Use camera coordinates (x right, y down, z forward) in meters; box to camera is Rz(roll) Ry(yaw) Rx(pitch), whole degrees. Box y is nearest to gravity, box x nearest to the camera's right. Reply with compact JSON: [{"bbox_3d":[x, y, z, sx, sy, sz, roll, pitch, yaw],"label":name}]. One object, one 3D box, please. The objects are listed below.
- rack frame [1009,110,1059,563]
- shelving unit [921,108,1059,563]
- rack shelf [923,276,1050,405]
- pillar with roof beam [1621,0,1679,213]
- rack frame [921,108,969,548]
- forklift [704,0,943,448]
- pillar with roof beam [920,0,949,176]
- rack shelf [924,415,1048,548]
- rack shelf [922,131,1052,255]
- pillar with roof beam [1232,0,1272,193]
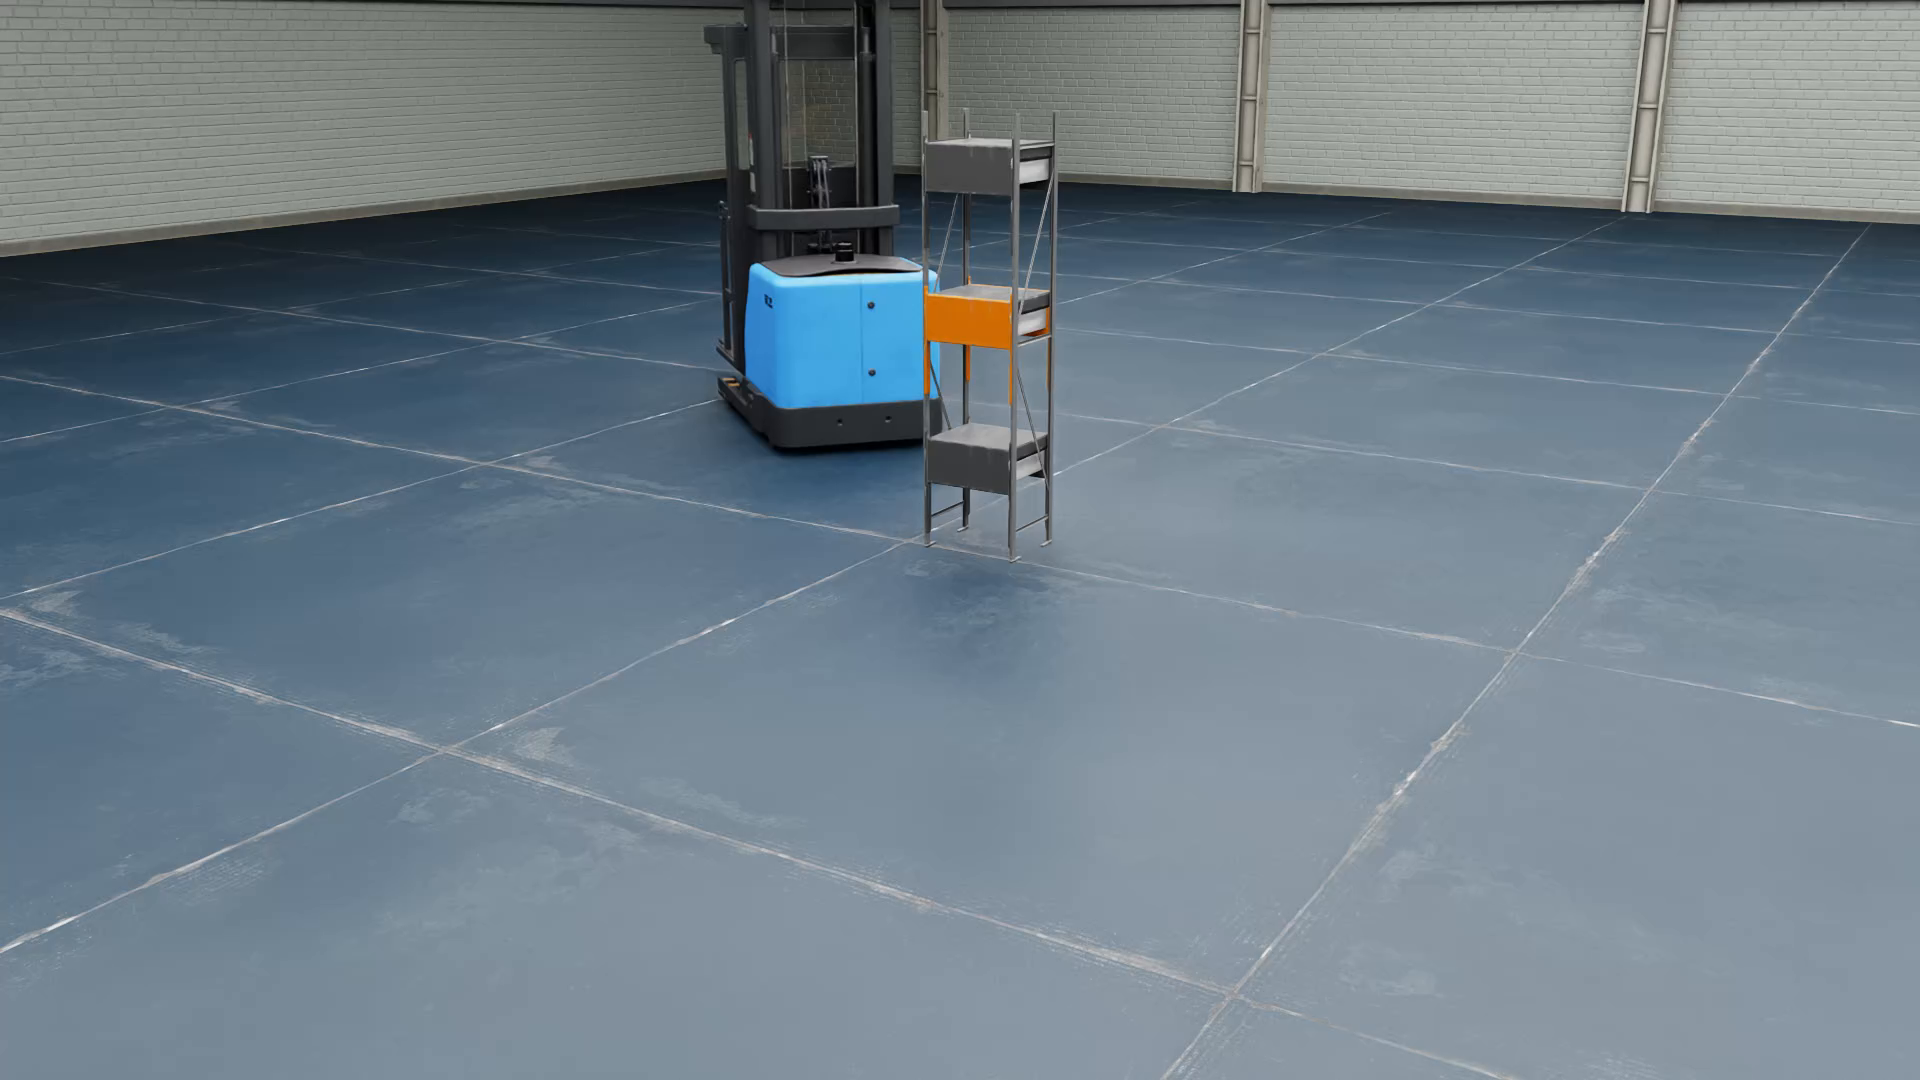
[{"bbox_3d":[0.349,-0.942,7.871,0.015,2.100,0.400,10,20,30],"label":"rack frame"},{"bbox_3d":[0.141,-0.979,7.993,0.503,2.100,0.431,10,20,30],"label":"shelving unit"},{"bbox_3d":[0.141,-0.966,7.997,0.480,0.518,0.431,10,20,30],"label":"rack shelf"},{"bbox_3d":[7.522,-7.984,19.183,0.400,9.000,9.100,10,20,30],"label":"pillar with roof beam"},{"bbox_3d":[-0.067,-1.017,8.115,0.015,2.100,0.400,10,20,30],"label":"rack frame"},{"bbox_3d":[-1.046,-2.342,11.048,1.130,2.935,3.031,-5,18,-17],"label":"forklift"},{"bbox_3d":[-2.703,-9.809,25.192,0.400,9.000,9.100,10,20,30],"label":"pillar with roof beam"},{"bbox_3d":[0.141,-0.297,8.201,0.480,0.518,0.431,10,20,30],"label":"rack shelf"},{"bbox_3d":[0.141,-1.636,7.794,0.480,0.518,0.431,10,20,30],"label":"rack shelf"},{"bbox_3d":[2.410,-8.897,22.187,0.400,9.000,9.100,10,20,30],"label":"pillar with roof beam"}]
